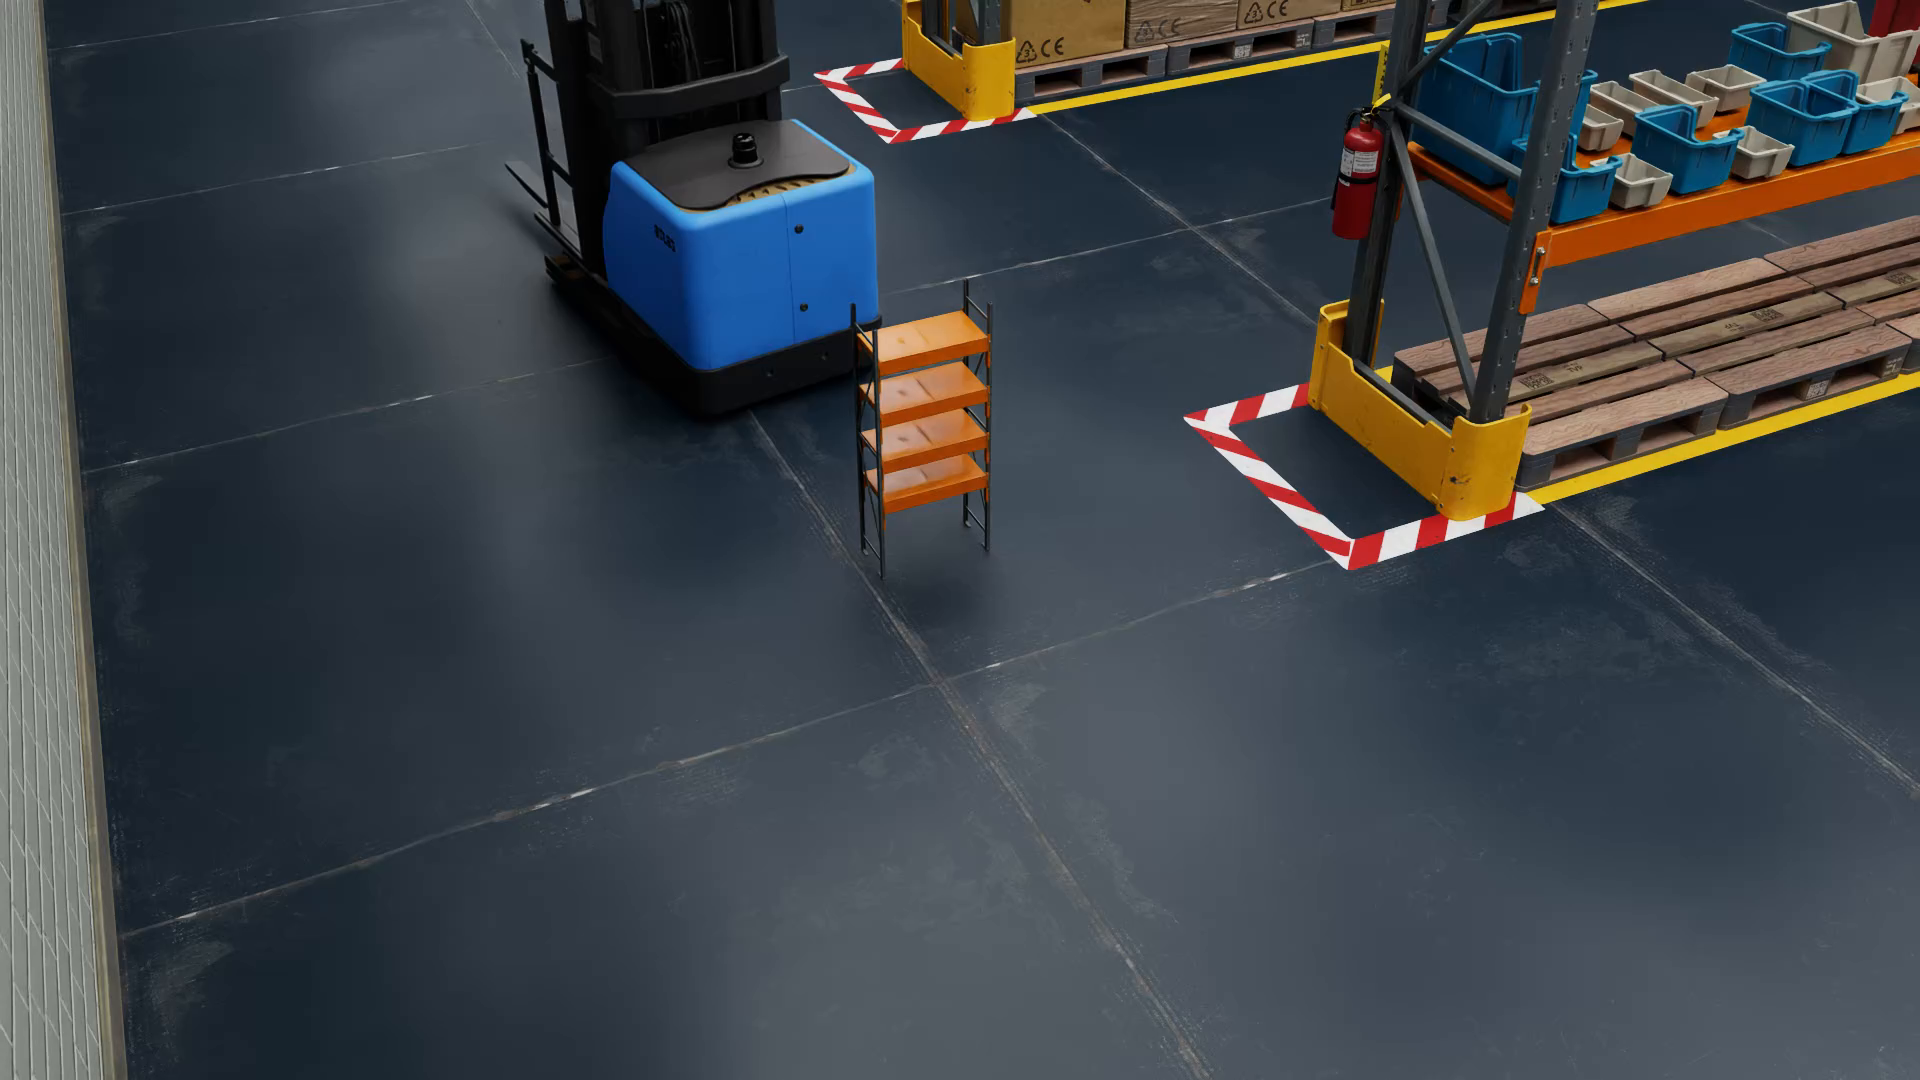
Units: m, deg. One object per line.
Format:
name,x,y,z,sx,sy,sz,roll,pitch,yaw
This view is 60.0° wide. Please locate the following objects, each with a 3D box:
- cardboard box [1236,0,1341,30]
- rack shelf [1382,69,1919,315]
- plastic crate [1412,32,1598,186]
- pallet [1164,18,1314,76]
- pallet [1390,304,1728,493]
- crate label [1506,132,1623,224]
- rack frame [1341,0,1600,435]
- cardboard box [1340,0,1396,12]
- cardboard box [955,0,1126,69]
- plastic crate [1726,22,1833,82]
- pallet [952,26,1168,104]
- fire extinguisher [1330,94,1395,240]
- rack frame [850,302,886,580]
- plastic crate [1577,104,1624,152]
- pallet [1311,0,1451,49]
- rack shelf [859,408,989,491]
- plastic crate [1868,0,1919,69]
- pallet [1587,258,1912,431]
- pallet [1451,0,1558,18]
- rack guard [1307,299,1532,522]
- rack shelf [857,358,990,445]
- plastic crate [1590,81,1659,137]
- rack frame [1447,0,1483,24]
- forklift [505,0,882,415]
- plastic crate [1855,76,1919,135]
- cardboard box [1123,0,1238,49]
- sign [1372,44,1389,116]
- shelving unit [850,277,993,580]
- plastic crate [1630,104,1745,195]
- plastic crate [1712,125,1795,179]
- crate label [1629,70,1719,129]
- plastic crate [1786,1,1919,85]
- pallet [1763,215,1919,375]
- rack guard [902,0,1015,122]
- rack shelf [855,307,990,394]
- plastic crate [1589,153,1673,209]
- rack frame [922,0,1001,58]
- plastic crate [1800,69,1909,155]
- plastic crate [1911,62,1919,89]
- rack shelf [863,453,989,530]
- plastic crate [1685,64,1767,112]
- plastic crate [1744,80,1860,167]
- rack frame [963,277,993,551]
cardboard box,2.174,-4.292,11.950,0.875,0.875,0.875,-16,39,-20
rack shelf,3.915,-1.862,7.847,4.000,0.370,1.077,-16,39,-20
plastic crate,2.328,-1.869,7.172,0.499,0.435,0.616,-16,39,-20
pallet,1.793,-3.747,12.125,1.213,0.211,1.003,-16,39,-20
pallet,2.867,-0.713,8.034,1.213,0.211,1.003,-16,39,-20
crate label,2.467,-1.487,6.827,0.303,0.233,0.416,-16,39,-20
rack frame,2.104,-1.645,6.950,0.127,3.000,1.000,-16,39,-20
cardboard box,2.989,-4.520,12.257,0.875,0.875,0.875,-16,39,-20
cardboard box,0.545,-3.837,11.336,0.875,0.875,0.875,-16,39,-20
plastic crate,3.854,-2.260,7.869,0.300,0.233,0.416,-16,39,-20
pallet,0.690,-3.441,11.712,1.213,0.211,1.003,-16,39,-20
fire extinguisher,1.774,-1.671,7.363,0.183,0.674,0.296,-16,39,-20
rack frame,-0.371,-0.378,6.753,0.015,1.200,0.240,-16,39,-20
plastic crate,2.765,-1.867,7.421,0.243,0.136,0.396,-16,39,-20
pallet,2.899,-4.058,12.544,1.213,0.211,1.003,-16,39,-20
rack shelf,-0.150,-0.386,6.876,0.480,0.148,0.258,-16,39,-20
plastic crate,4.810,-2.617,8.156,0.583,0.464,0.402,-16,39,-20
pallet,3.970,-1.019,8.447,1.213,0.211,1.003,-16,39,-20
pallet,4.287,-4.445,13.065,1.213,0.211,1.003,-16,39,-20
rack guard,2.088,-0.628,7.677,0.348,0.500,1.175,-16,39,-20
rack shelf,-0.150,-0.566,6.743,0.480,0.148,0.258,-16,39,-20
plastic crate,3.034,-1.933,7.509,0.243,0.136,0.396,-16,39,-20
rack frame,3.621,-5.329,11.916,0.127,3.000,1.000,-16,39,-20
forklift,-1.613,-2.617,8.318,1.130,2.935,3.031,-21,42,-26
plastic crate,4.276,-1.973,7.563,0.466,0.136,0.293,-16,39,-20
cardboard box,1.369,-4.067,11.646,0.875,0.875,0.875,-16,39,-20
sign,1.856,-2.003,7.296,0.005,0.325,0.100,-16,39,-20
shelving unit,-0.150,-0.440,6.836,0.503,1.200,0.258,-16,39,-20
plastic crate,3.063,-1.654,7.052,0.300,0.233,0.416,-16,39,-20
plastic crate,3.407,-1.657,7.136,0.298,0.136,0.250,-16,39,-20
crate label,3.276,-2.017,7.622,0.243,0.136,0.396,-16,39,-20
plastic crate,4.264,-2.347,7.945,0.530,0.282,0.437,-16,39,-20
pallet,5.076,-1.331,8.867,1.213,0.211,1.003,-16,39,-20
rack guard,-0.022,-3.306,11.288,0.348,0.500,1.175,-16,39,-20
rack shelf,-0.150,-0.756,6.602,0.480,0.148,0.258,-16,39,-20
plastic crate,2.793,-1.485,6.905,0.298,0.136,0.250,-16,39,-20
rack frame,0.000,-4.316,10.551,0.127,3.000,1.000,-16,39,-20
plastic crate,3.931,-1.896,7.379,0.300,0.233,0.416,-16,39,-20
plastic crate,4.826,-2.143,7.802,0.590,0.125,0.437,-16,39,-20
rack shelf,-0.150,-0.226,6.994,0.480,0.148,0.258,-16,39,-20
plastic crate,3.536,-2.102,7.736,0.250,0.136,0.298,-16,39,-20
plastic crate,3.659,-1.820,7.276,0.300,0.233,0.416,-16,39,-20
rack frame,0.071,-0.502,6.919,0.015,1.200,0.240,-16,39,-20
